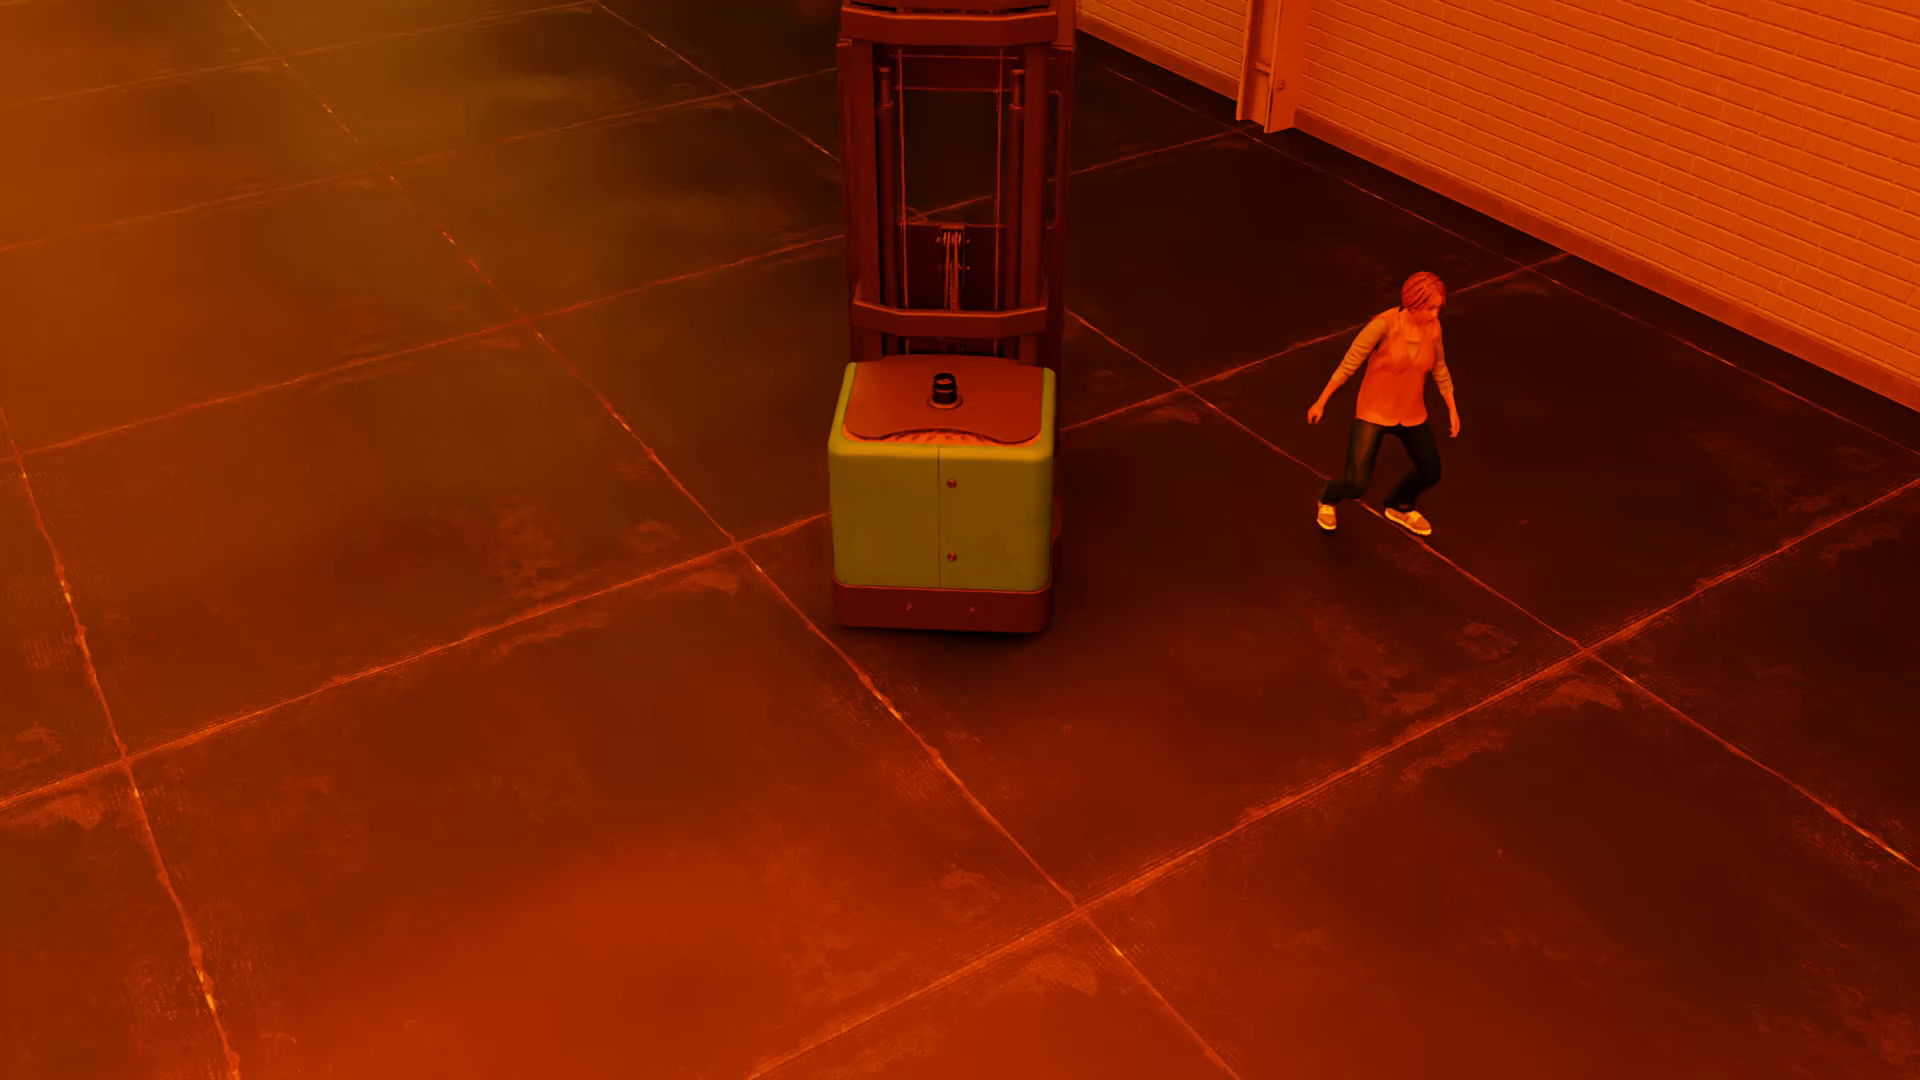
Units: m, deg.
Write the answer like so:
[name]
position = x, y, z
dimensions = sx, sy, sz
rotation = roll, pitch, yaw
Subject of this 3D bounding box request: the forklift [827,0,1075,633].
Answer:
[forklift]
position = -0.006, -1.578, 8.394
dimensions = 1.130, 2.935, 3.031
rotation = 2, 35, 3

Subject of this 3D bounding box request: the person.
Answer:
[person]
position = 2.127, -0.640, 8.309
dimensions = 0.755, 1.514, 0.449
rotation = -5, 35, -7
